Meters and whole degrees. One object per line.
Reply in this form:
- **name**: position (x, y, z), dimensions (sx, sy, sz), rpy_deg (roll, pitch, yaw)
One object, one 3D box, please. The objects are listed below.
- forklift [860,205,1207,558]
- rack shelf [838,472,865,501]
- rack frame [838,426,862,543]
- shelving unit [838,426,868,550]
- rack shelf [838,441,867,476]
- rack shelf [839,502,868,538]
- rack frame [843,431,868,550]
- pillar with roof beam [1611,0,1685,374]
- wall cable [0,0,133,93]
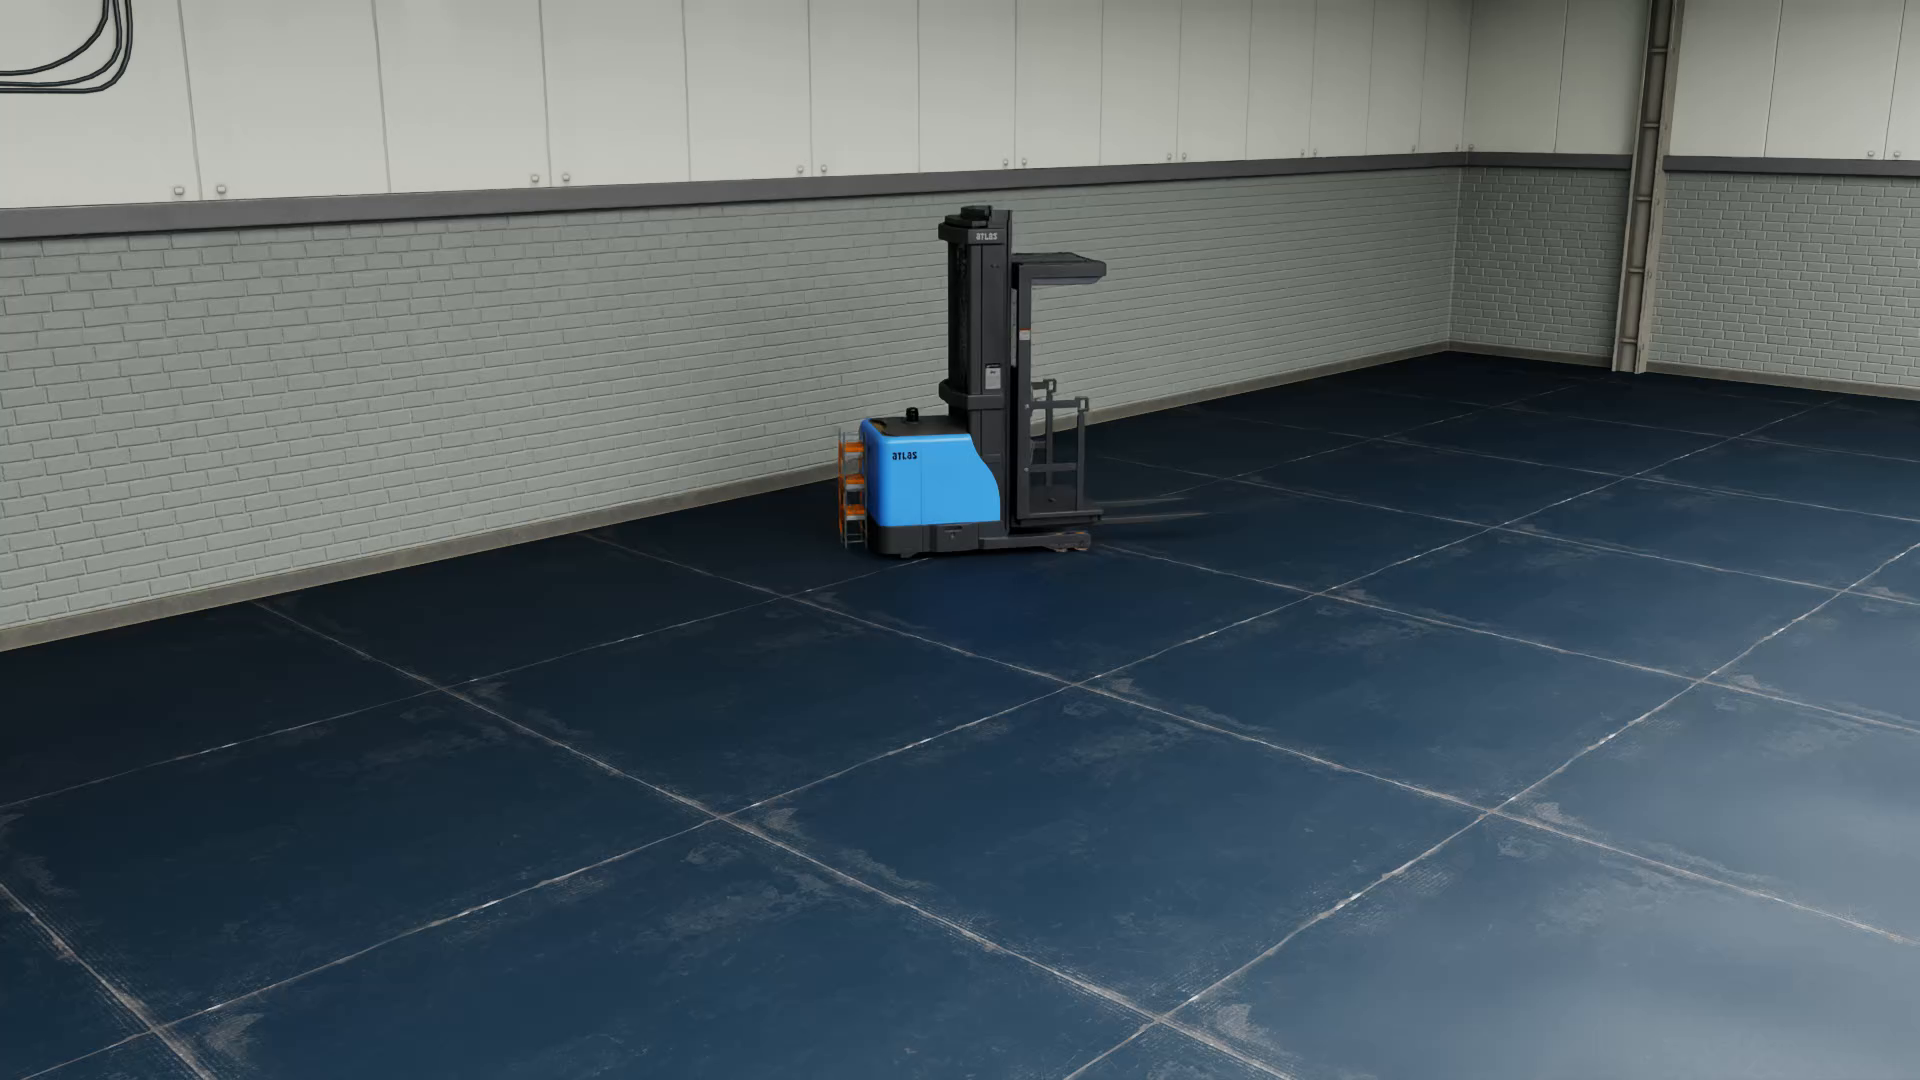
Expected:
- **forklift**: position (0.672, -1.436, 14.631), dimensions (3.031, 2.935, 1.130), rpy_deg (-3, 15, -13)
- **rack shelf**: position (-0.941, -0.445, 14.599), dimensions (0.215, 0.259, 0.240), rpy_deg (-4, 15, -13)
- **rack frame**: position (-0.970, -0.485, 14.711), dimensions (0.200, 1.050, 0.008), rpy_deg (-4, 15, -13)
- **shelving unit**: position (-0.941, -0.455, 14.597), dimensions (0.215, 1.050, 0.252), rpy_deg (-4, 15, -13)
- **rack shelf**: position (-0.941, -0.719, 14.528), dimensions (0.215, 0.259, 0.240), rpy_deg (-4, 15, -13)
- **rack shelf**: position (-0.941, -0.176, 14.669), dimensions (0.215, 0.259, 0.240), rpy_deg (-4, 15, -13)
- **rack frame**: position (-0.912, -0.425, 14.482), dimensions (0.200, 1.050, 0.008), rpy_deg (-4, 15, -13)
- **pillar with roof beam**: position (6.856, -6.060, 20.343), dimensions (0.400, 9.000, 9.100), rpy_deg (14, 20, 42)
- **wall cable**: position (-6.622, -5.246, 10.472), dimensions (0.169, 6.003, 2.305), rpy_deg (14, 20, 42)
